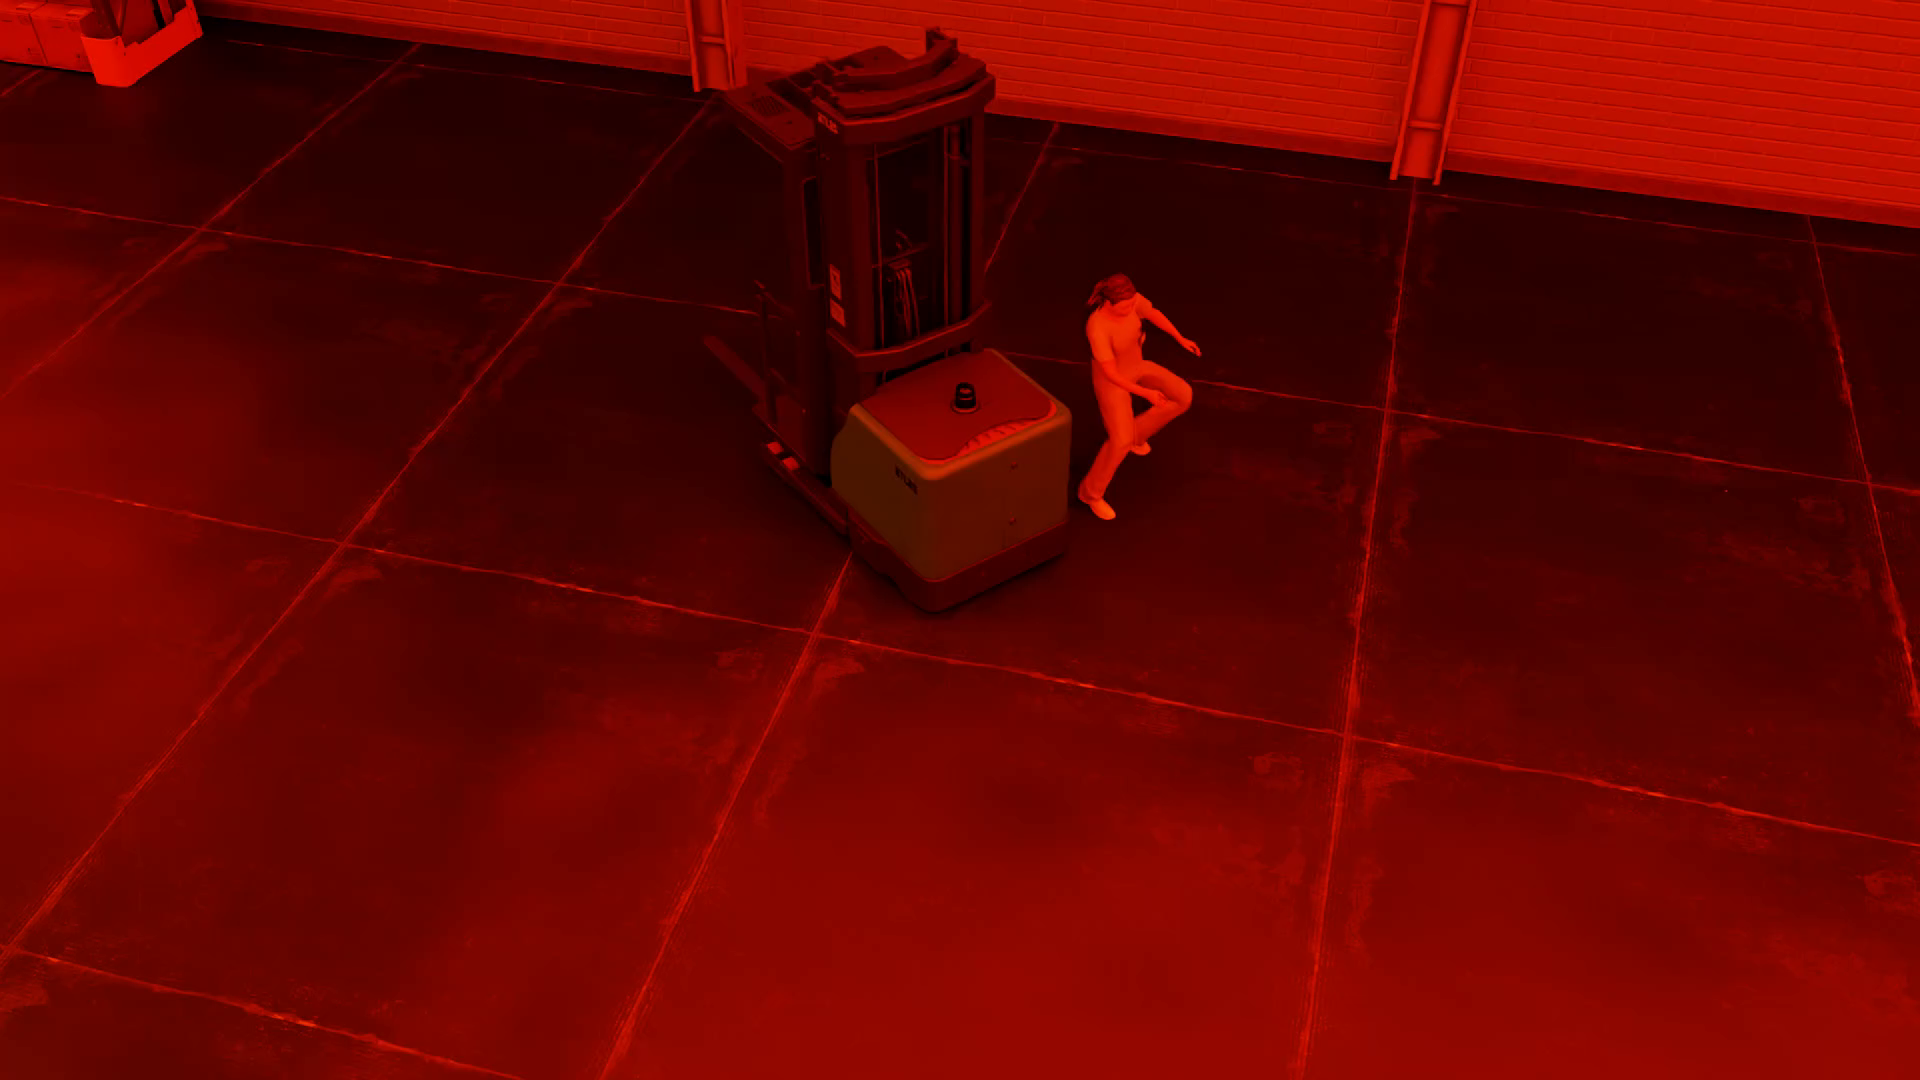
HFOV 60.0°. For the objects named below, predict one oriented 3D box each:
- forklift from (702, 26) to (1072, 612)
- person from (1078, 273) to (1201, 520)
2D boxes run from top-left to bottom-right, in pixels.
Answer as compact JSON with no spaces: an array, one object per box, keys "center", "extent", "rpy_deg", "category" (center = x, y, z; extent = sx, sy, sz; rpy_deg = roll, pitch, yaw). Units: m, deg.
[{"center":[-0.613,-1.624,9.714],"extent":[1.130,2.935,3.031],"rpy_deg":[-25,47,-26],"category":"forklift"},{"center":[1.070,-0.911,10.030],"extent":[0.716,1.450,0.809],"rpy_deg":[33,51,32],"category":"person"}]
